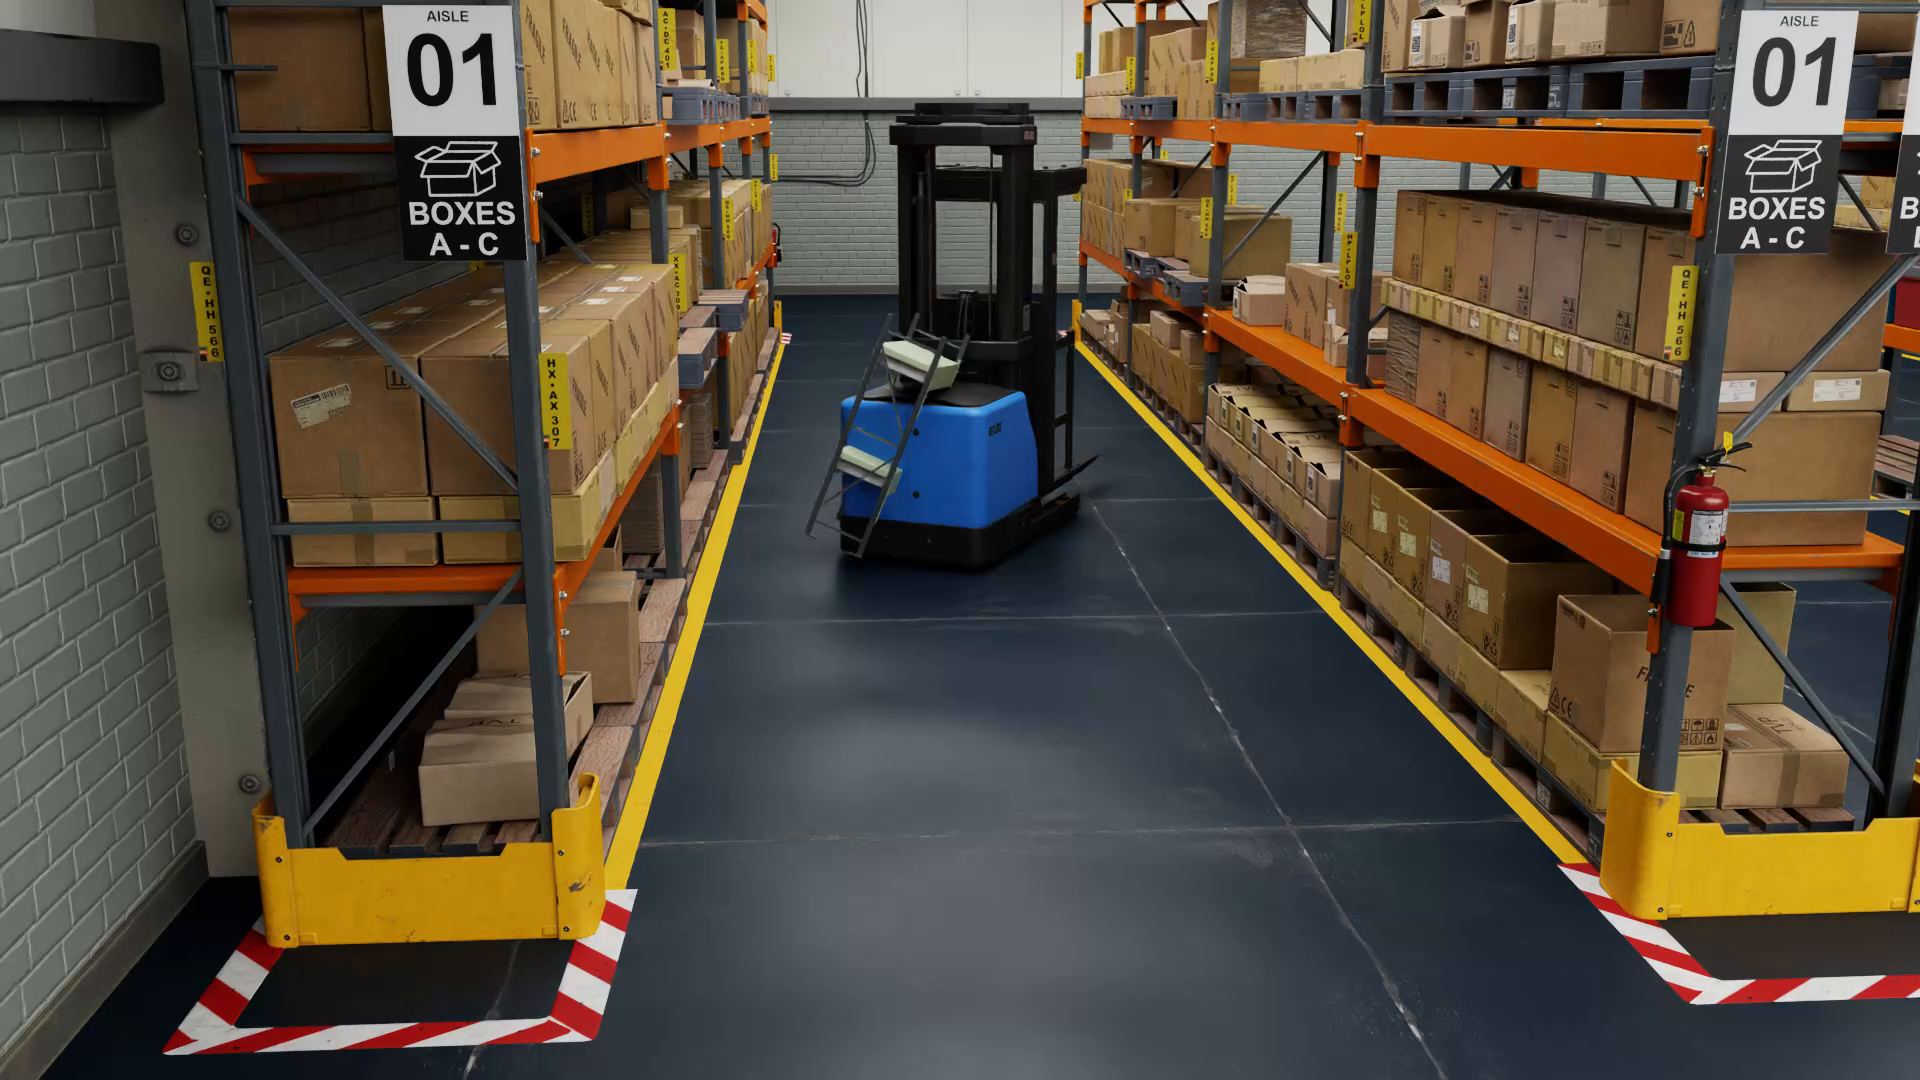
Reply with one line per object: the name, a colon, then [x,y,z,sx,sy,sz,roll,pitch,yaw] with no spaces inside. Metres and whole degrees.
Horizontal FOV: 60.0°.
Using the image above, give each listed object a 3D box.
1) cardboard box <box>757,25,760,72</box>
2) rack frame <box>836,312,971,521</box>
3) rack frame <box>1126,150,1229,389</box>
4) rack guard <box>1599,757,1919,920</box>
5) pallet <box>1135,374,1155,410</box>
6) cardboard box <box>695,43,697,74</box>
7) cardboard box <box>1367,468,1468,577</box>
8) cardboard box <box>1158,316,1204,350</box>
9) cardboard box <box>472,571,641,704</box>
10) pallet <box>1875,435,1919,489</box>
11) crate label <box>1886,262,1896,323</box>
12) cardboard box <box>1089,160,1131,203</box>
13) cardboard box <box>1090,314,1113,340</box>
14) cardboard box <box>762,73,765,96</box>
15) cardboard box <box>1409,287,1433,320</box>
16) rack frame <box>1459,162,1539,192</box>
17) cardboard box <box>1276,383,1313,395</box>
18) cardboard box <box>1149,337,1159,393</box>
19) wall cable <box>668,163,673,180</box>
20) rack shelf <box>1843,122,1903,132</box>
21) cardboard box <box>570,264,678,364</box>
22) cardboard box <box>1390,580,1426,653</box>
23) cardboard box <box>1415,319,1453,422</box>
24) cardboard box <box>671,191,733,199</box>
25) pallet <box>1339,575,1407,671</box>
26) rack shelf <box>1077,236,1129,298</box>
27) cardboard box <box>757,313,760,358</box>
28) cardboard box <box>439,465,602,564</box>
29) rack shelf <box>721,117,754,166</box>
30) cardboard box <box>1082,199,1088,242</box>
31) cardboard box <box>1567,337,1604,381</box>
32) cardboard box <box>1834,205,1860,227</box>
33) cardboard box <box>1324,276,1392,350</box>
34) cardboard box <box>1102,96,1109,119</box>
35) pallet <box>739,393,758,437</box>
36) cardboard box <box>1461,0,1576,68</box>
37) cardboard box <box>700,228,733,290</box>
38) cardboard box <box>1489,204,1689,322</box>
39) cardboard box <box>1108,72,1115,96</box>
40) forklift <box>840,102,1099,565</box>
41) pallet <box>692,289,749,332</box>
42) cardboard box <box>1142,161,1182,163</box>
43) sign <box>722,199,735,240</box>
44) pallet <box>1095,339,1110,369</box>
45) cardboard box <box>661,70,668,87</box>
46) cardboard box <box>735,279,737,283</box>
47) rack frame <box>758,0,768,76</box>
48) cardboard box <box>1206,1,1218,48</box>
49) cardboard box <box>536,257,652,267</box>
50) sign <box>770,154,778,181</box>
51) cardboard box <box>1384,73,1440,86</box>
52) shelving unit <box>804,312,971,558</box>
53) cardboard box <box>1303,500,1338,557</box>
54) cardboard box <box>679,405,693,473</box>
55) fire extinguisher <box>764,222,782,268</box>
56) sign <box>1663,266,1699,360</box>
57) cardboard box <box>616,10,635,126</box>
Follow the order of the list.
cardboard box: [-2.483,-5.449,18.416,0.500,0.500,0.500,-1,14,-3]
rack frame: [-0.385,-0.745,11.115,0.400,1.500,0.023,24,12,8]
rack frame: [2.299,-3.099,17.551,1.000,3.000,0.127,-1,14,-3]
rack guard: [3.044,1.102,6.240,1.175,0.500,0.348,-1,14,-3]
pallet: [2.387,-1.547,17.114,1.003,0.211,1.213,-1,14,-3]
cardboard box: [-2.570,-3.992,13.917,0.700,0.500,0.500,-2,15,-7]
cardboard box: [2.550,-0.100,9.065,0.500,0.500,0.500,-1,14,-3]
cardboard box: [2.179,-1.967,15.780,0.500,0.250,0.500,-1,14,-4]
cardboard box: [-1.885,0.462,7.845,0.700,0.500,0.500,-2,15,-7]
pallet: [7.500,-0.636,13.574,1.003,0.211,1.213,-1,14,-3]
crate label: [7.283,-1.945,12.997,0.502,0.435,0.616,-1,14,-3]
cardboard box: [1.856,-4.382,20.330,0.500,0.500,0.500,-1,14,-3]
cardboard box: [1.864,-2.587,20.196,0.500,0.250,0.500,-1,14,-3]
cardboard box: [-2.549,-5.341,19.501,0.500,0.250,0.500,-1,14,-6]
cardboard box: [2.652,-1.275,8.961,0.380,0.149,0.250,-1,14,-5]
rack frame: [6.995,-4.169,21.711,1.000,3.000,0.127,-1,14,-3]
cardboard box: [2.825,-1.121,13.413,0.500,0.311,0.500,-1,14,-2]
cardboard box: [2.154,-1.720,16.327,0.500,0.500,0.500,-1,14,-3]
wall cable: [-3.916,-4.812,22.171,0.084,1.984,1.851,-1,14,-3]
rack shelf: [7.615,-2.787,11.761,1.077,0.370,4.000,-1,14,-3]
cardboard box: [-1.811,-1.219,9.001,0.500,0.500,0.500,-1,14,-4]
cardboard box: [2.573,0.388,8.675,0.500,0.250,0.500,-1,14,-3]
cardboard box: [2.868,-0.916,8.867,0.700,0.500,0.500,-1,14,-4]
cardboard box: [-2.202,-2.843,14.212,0.500,0.250,0.500,-1,14,-4]
pallet: [2.802,0.440,9.394,1.003,0.211,1.213,-1,14,-3]
rack shelf: [2.175,-3.248,19.574,1.077,0.370,4.000,-1,14,-3]
cardboard box: [-2.617,-2.327,18.724,0.700,0.500,0.500,-1,14,-4]
cardboard box: [-1.615,-0.100,6.158,0.500,0.250,0.500,-1,14,-5]
rack shelf: [-2.521,-3.628,15.033,1.077,0.370,4.000,-1,14,-3]
cardboard box: [1.816,-4.028,20.960,0.500,0.500,0.500,-1,14,-2]
cardboard box: [2.782,-0.760,6.960,0.380,0.149,0.250,-1,14,-3]
cardboard box: [11.699,-4.194,21.509,0.500,0.250,0.500,-1,14,-5]
cardboard box: [2.731,-1.480,11.058,0.500,0.500,0.500,0,14,1]
cardboard box: [1.917,-4.969,19.100,0.500,0.250,0.500,-1,14,-3]
pallet: [-2.443,-1.176,15.674,1.003,0.211,1.213,-1,14,-3]
cardboard box: [2.771,-2.472,7.762,0.797,0.503,0.637,1,14,3]
cardboard box: [-2.172,-2.354,13.816,0.500,0.500,0.500,0,14,-2]
cardboard box: [2.922,-1.301,7.760,0.700,0.500,0.500,-1,14,-3]
cardboard box: [1.942,-5.087,18.554,0.500,0.250,0.500,-1,14,-3]
forklift: [0.233,-1.579,11.783,1.130,2.935,3.031,6,16,21]
pallet: [-2.246,-1.758,12.725,1.213,0.211,1.003,-1,14,-3]
cardboard box: [2.422,-4.265,19.877,0.500,0.500,0.500,0,14,-2]
sign: [-1.856,-2.560,13.291,0.100,0.325,0.005,-1,14,-3]
pallet: [2.179,-2.223,19.744,1.003,0.211,1.213,-1,14,-3]
cardboard box: [-2.180,-3.180,10.804,0.500,0.500,0.500,-1,14,-5]
cardboard box: [-2.306,-2.513,15.738,0.380,0.149,0.250,-1,14,-5]
rack frame: [-2.893,-6.922,20.369,1.000,3.000,0.127,-1,14,-3]
cardboard box: [2.463,-4.452,14.581,0.500,0.500,0.500,-1,14,-3]
cardboard box: [-2.147,-1.420,9.944,0.700,0.500,0.500,-1,14,-3]
sign: [-2.350,-4.697,20.962,0.100,0.325,0.005,-1,14,-3]
cardboard box: [2.766,-2.846,10.007,0.500,0.250,0.500,1,14,2]
shelving unit: [-0.459,-0.694,10.760,0.431,1.500,0.755,24,12,8]
cardboard box: [2.480,-0.080,10.492,0.500,0.250,0.500,-1,14,-4]
cardboard box: [-2.384,-0.721,12.442,0.700,0.500,0.500,-1,14,-4]
fire extinguisher: [-2.441,-3.843,21.346,0.296,0.674,0.183,-1,14,-3]
sign: [2.500,-0.785,5.759,0.100,0.325,0.005,-1,14,-3]
cardboard box: [-1.780,-2.158,7.632,0.500,0.500,0.500,-1,15,-6]
